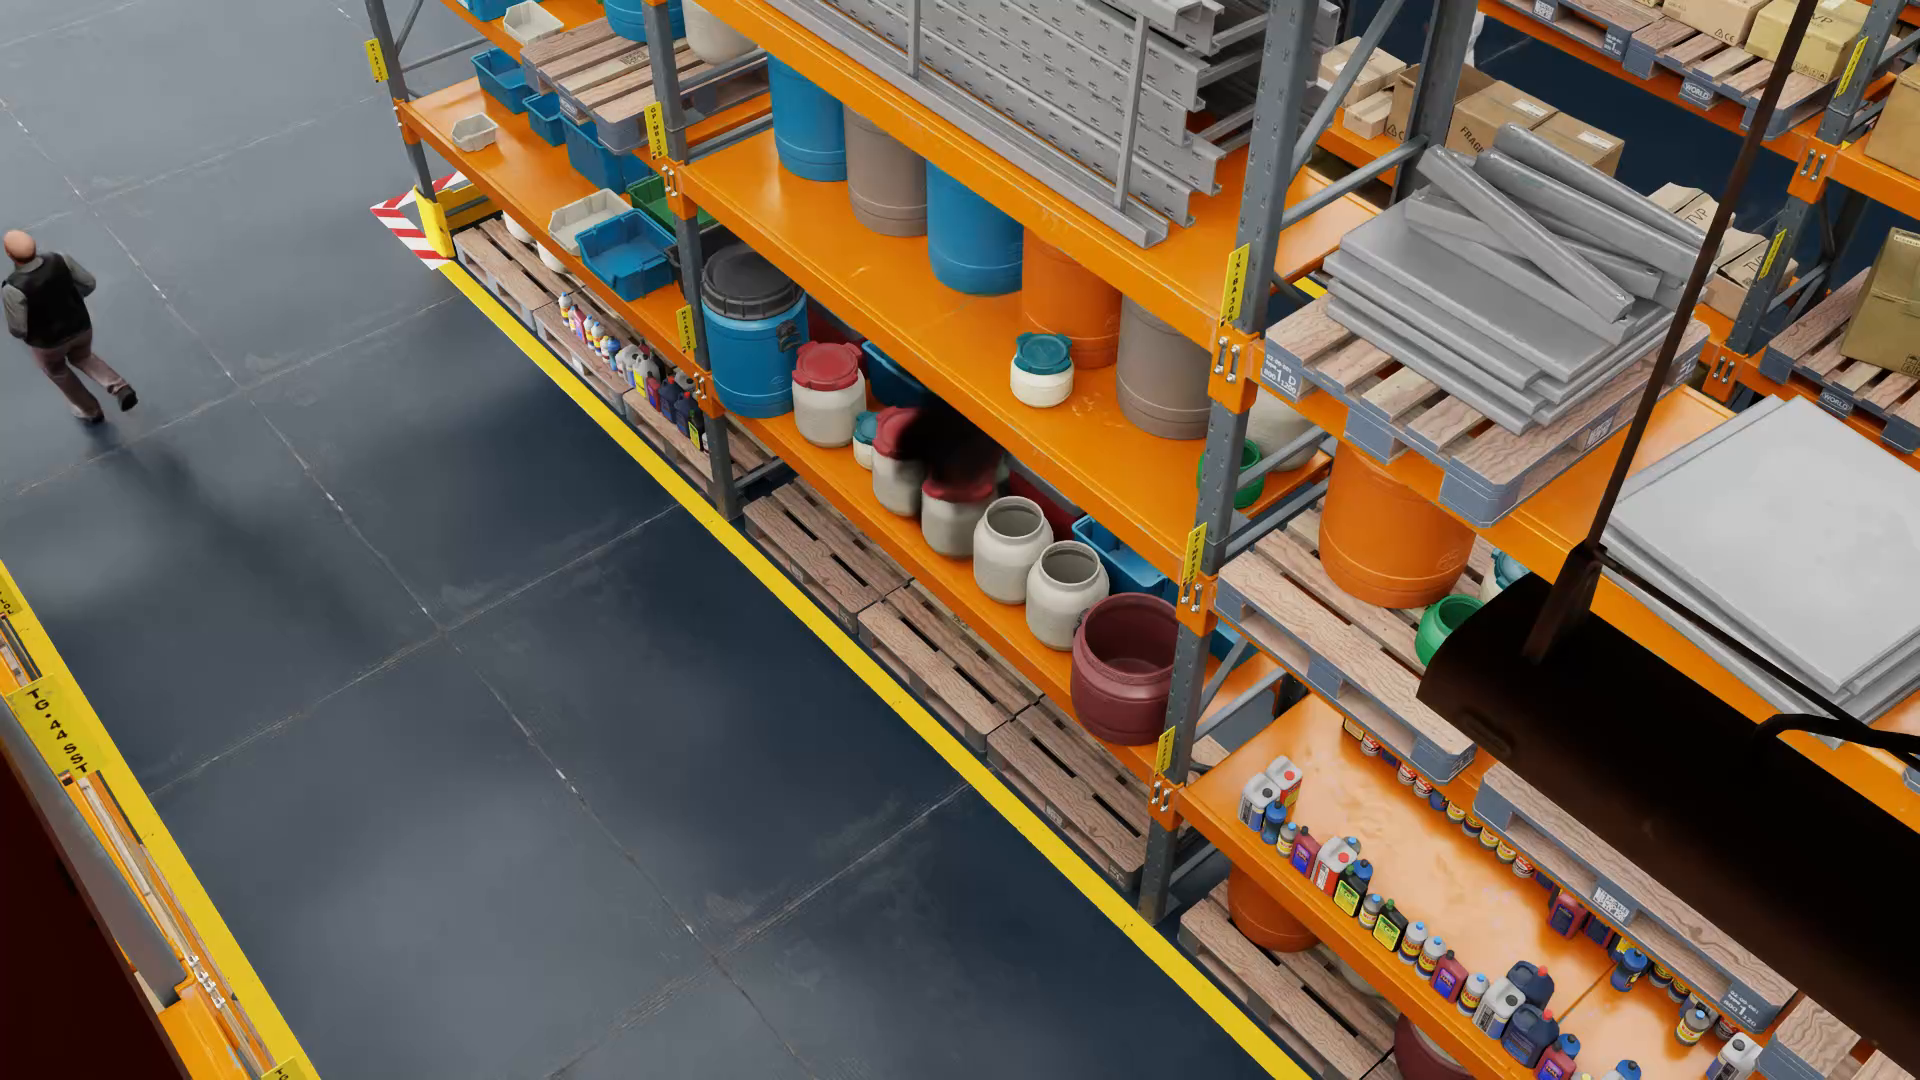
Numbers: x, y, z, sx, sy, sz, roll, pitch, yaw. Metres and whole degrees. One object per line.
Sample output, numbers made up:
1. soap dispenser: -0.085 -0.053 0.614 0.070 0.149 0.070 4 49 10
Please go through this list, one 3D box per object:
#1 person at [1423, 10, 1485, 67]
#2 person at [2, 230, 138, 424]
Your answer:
1. person: 3.893 -3.803 13.440 0.560 1.680 0.605 -34 55 -28
2. person: -6.059 -1.409 11.165 0.622 1.665 0.653 26 52 22
